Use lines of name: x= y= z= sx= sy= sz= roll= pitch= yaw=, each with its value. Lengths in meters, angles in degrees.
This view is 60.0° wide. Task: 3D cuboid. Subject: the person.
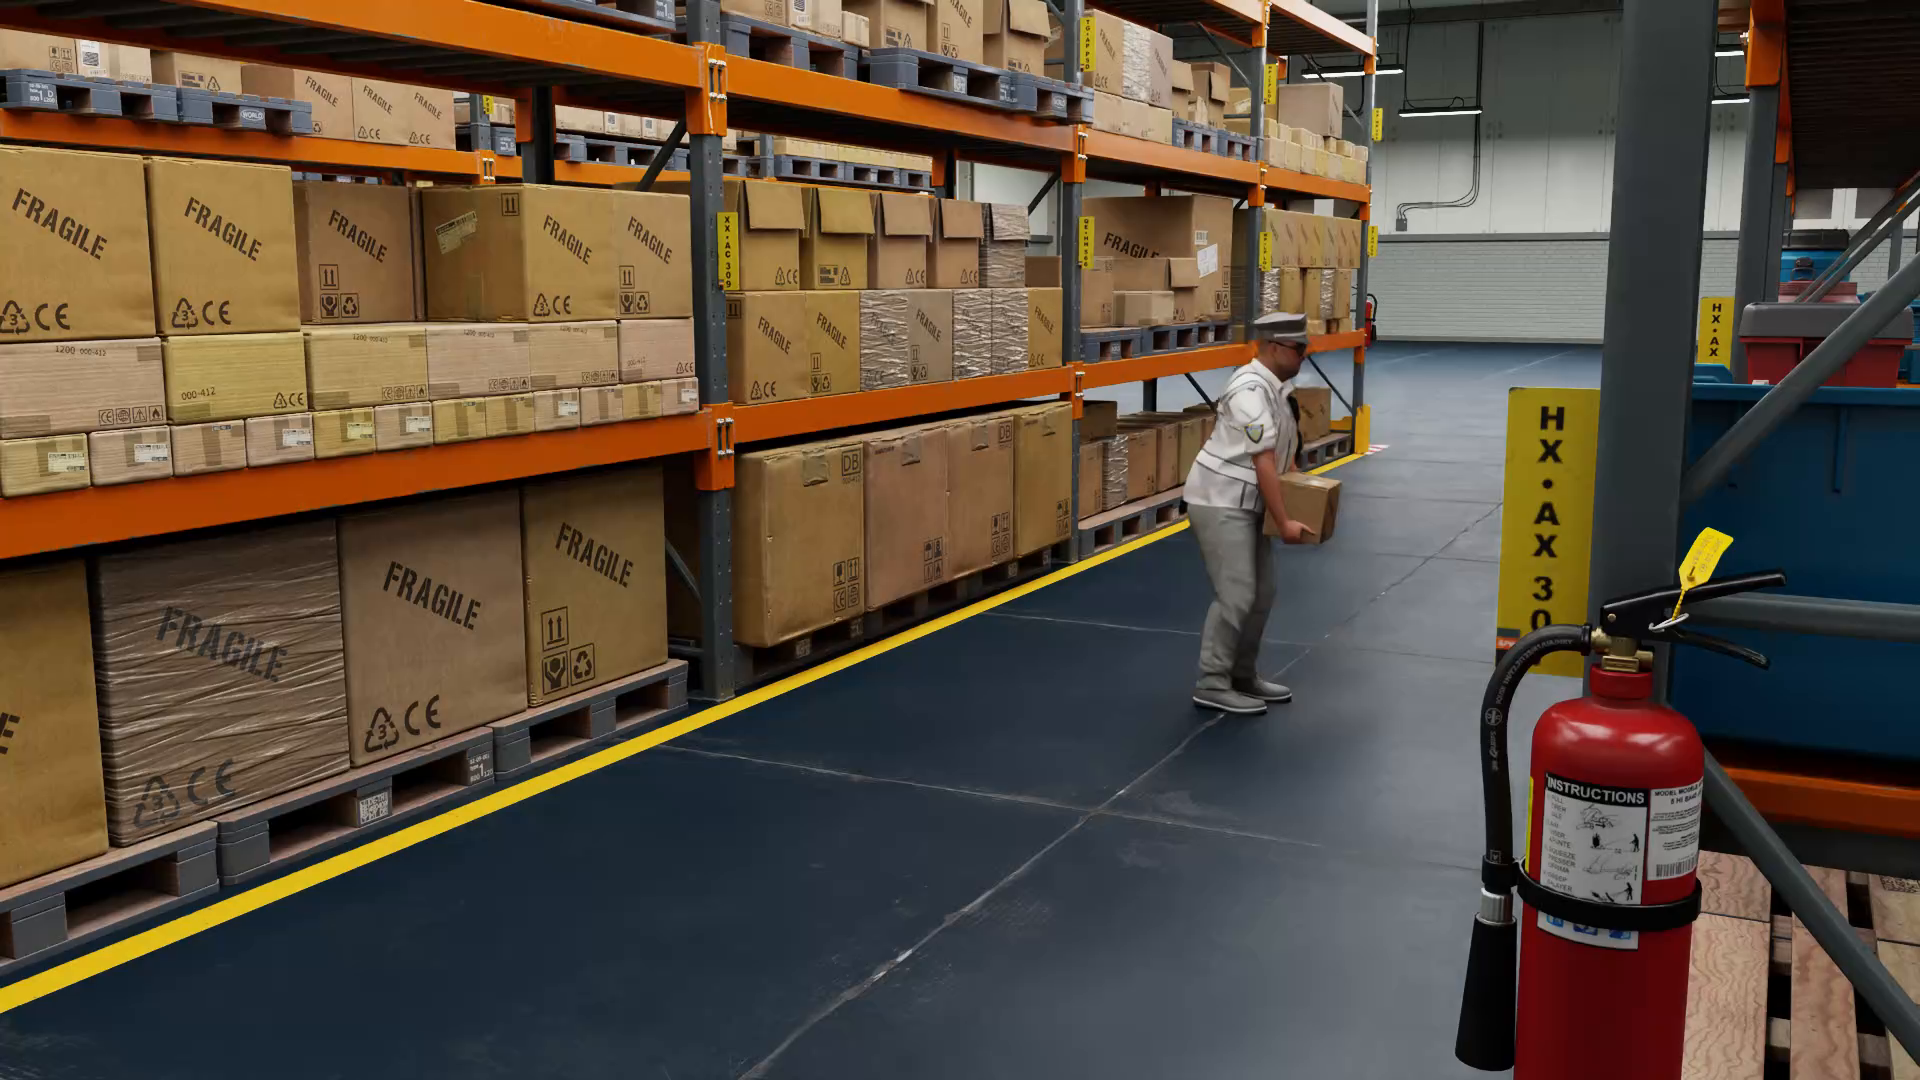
person: x=1.290 y=-0.124 z=7.250 sx=0.604 sy=1.722 sz=0.478 roll=4 pitch=10 yaw=25
